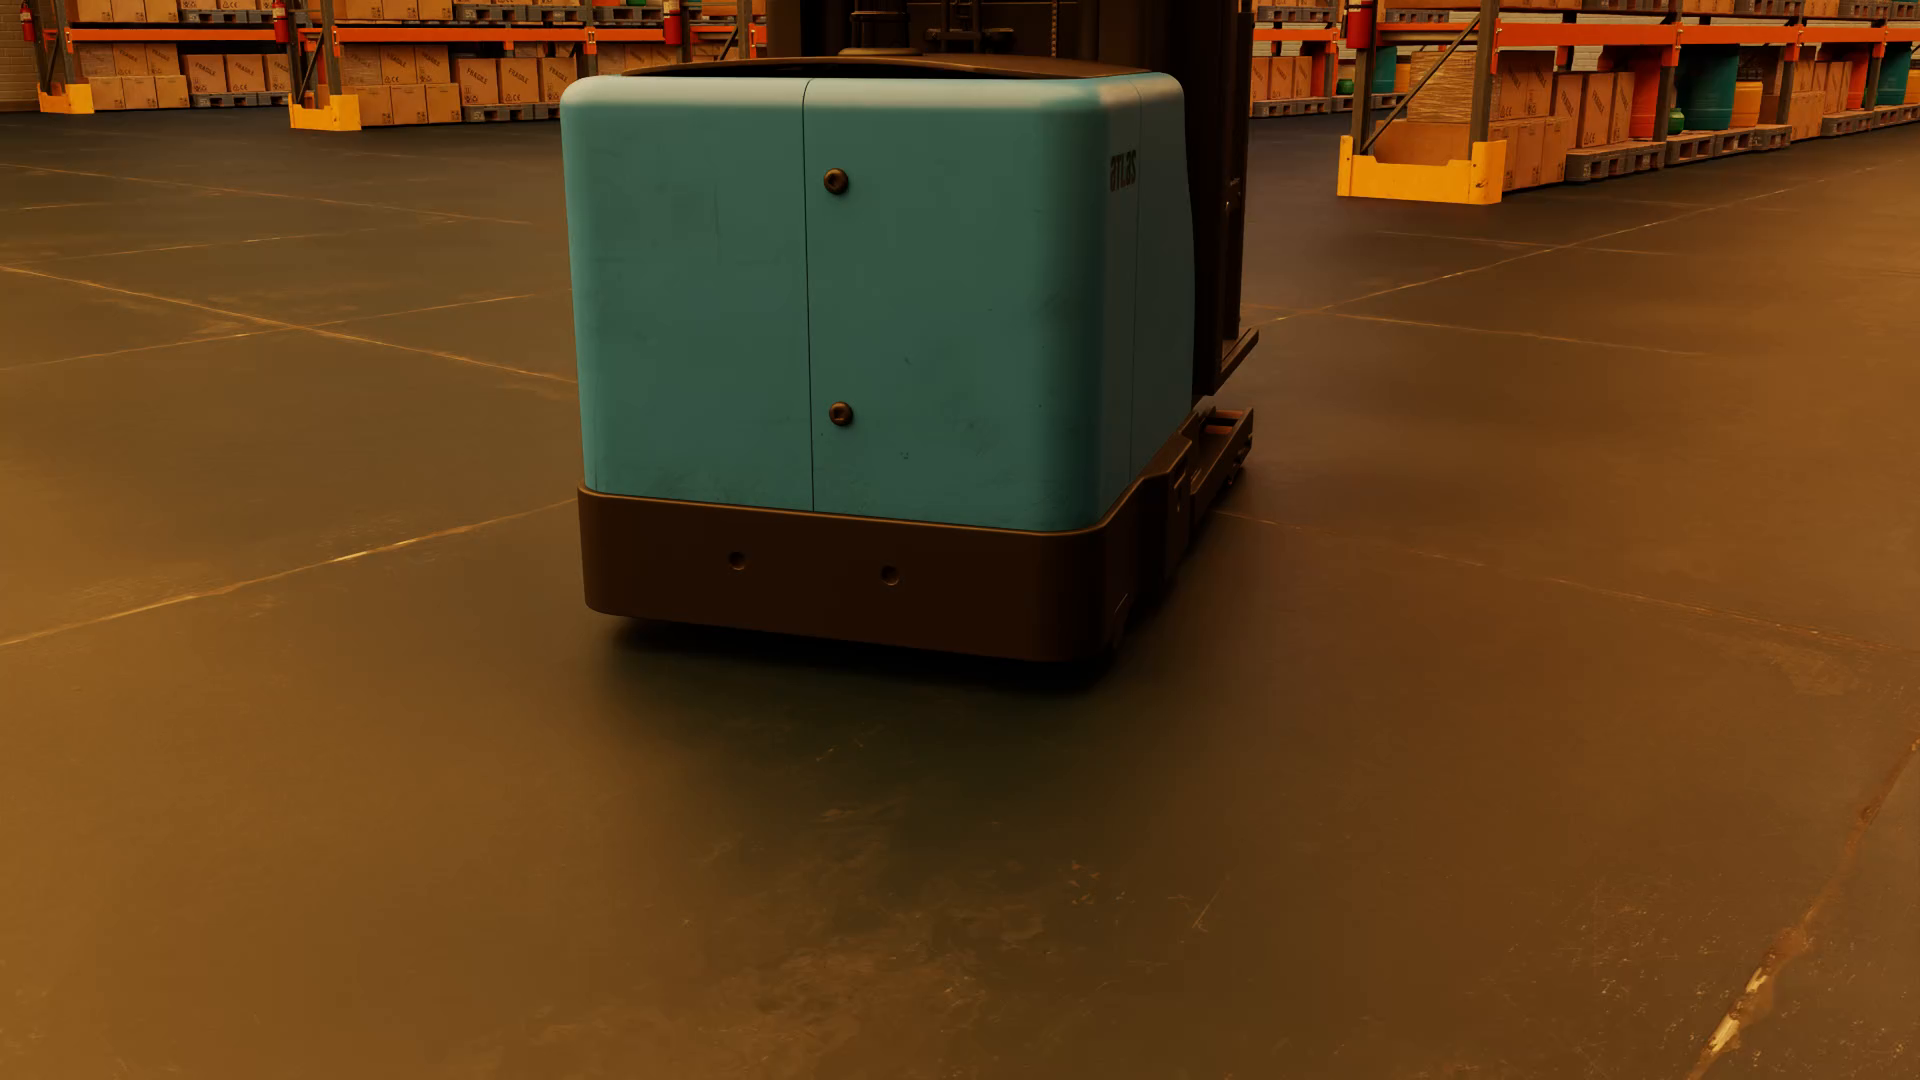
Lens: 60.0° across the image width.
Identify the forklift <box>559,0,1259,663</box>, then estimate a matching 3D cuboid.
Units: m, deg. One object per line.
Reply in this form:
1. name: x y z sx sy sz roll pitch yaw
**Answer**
1. forklift: 0.182 -1.571 4.072 1.130 2.935 3.031 5 18 17
